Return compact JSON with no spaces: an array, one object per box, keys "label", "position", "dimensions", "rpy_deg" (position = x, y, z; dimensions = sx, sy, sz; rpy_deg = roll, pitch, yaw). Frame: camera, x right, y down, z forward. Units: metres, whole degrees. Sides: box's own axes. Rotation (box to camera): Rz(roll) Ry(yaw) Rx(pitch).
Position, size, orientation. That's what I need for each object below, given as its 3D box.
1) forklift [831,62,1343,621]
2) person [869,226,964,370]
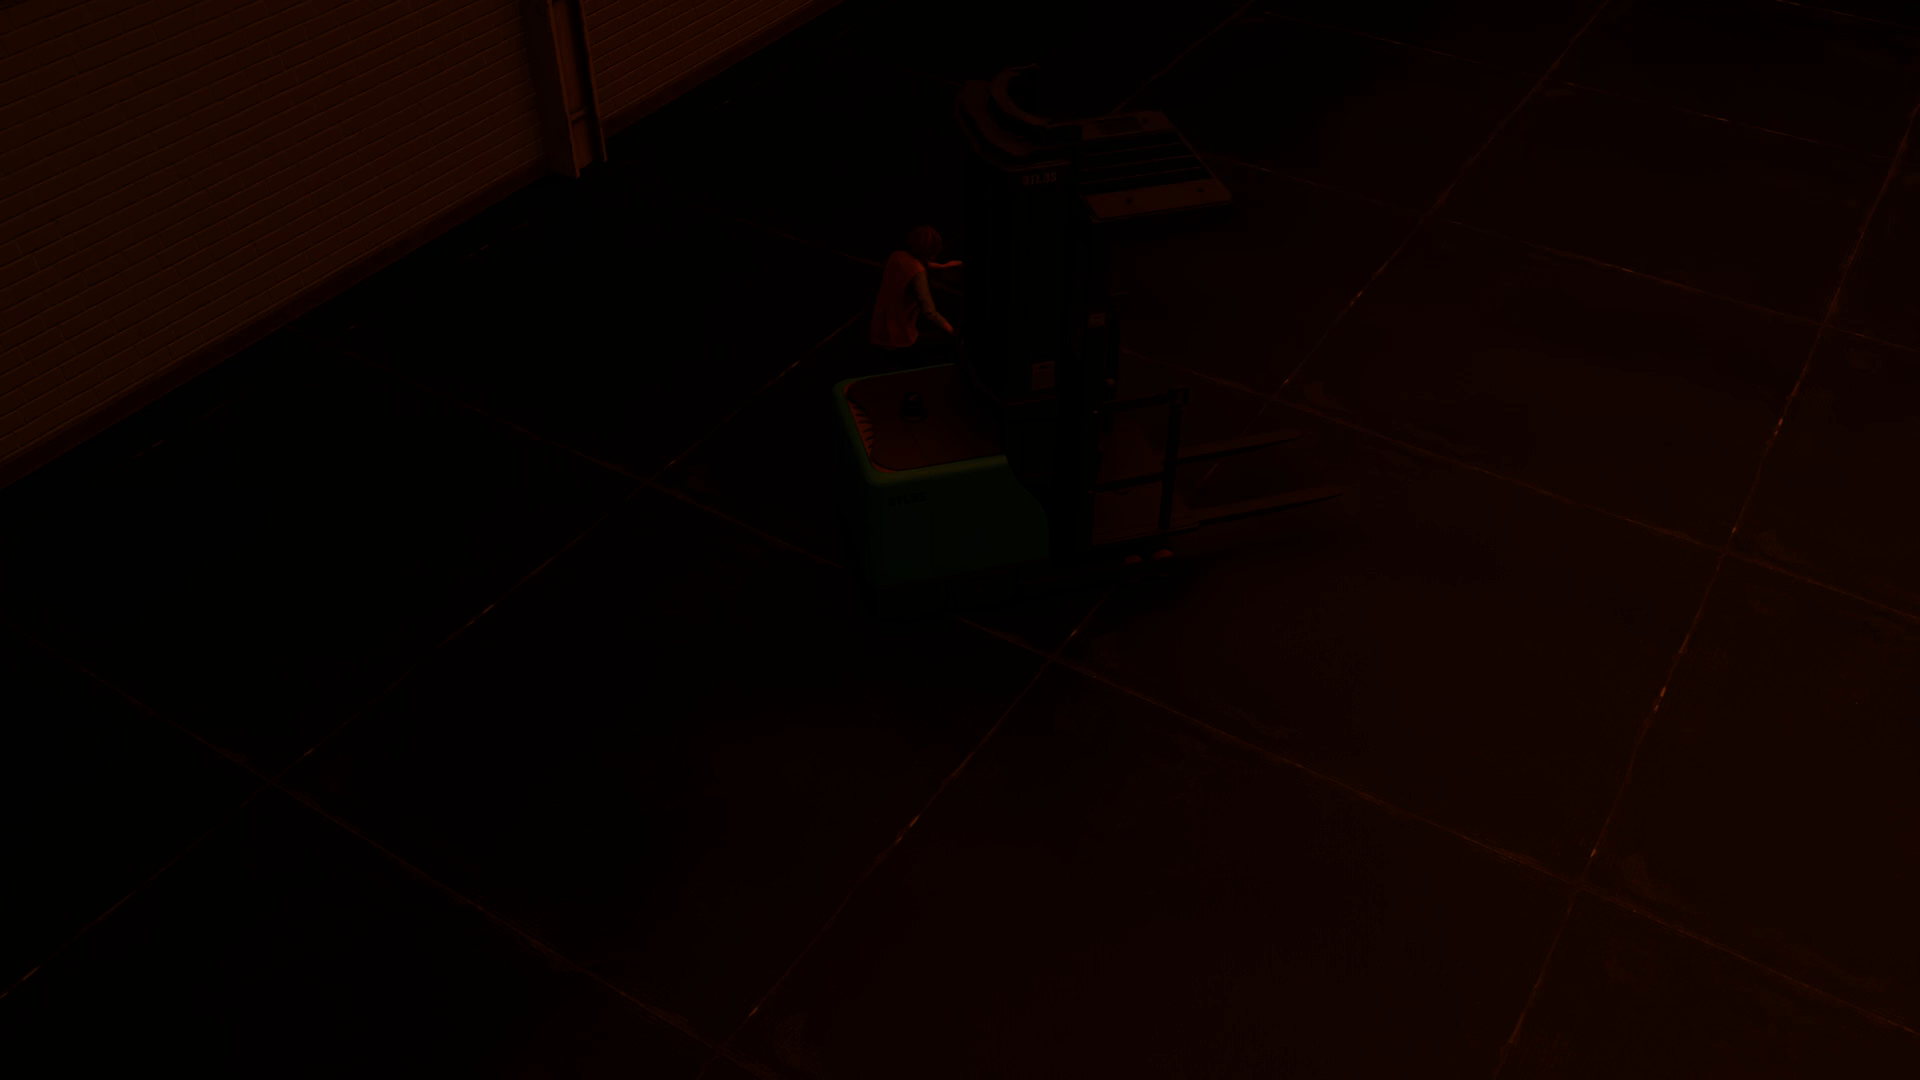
[{"label":"forklift","position":[0.810,-1.183,9.364],"dimensions":[3.031,2.935,1.130],"rpy_deg":[-10,41,-12]},{"label":"person","position":[-0.186,-1.364,10.780],"dimensions":[0.820,1.369,0.823],"rpy_deg":[-31,49,-31]}]
